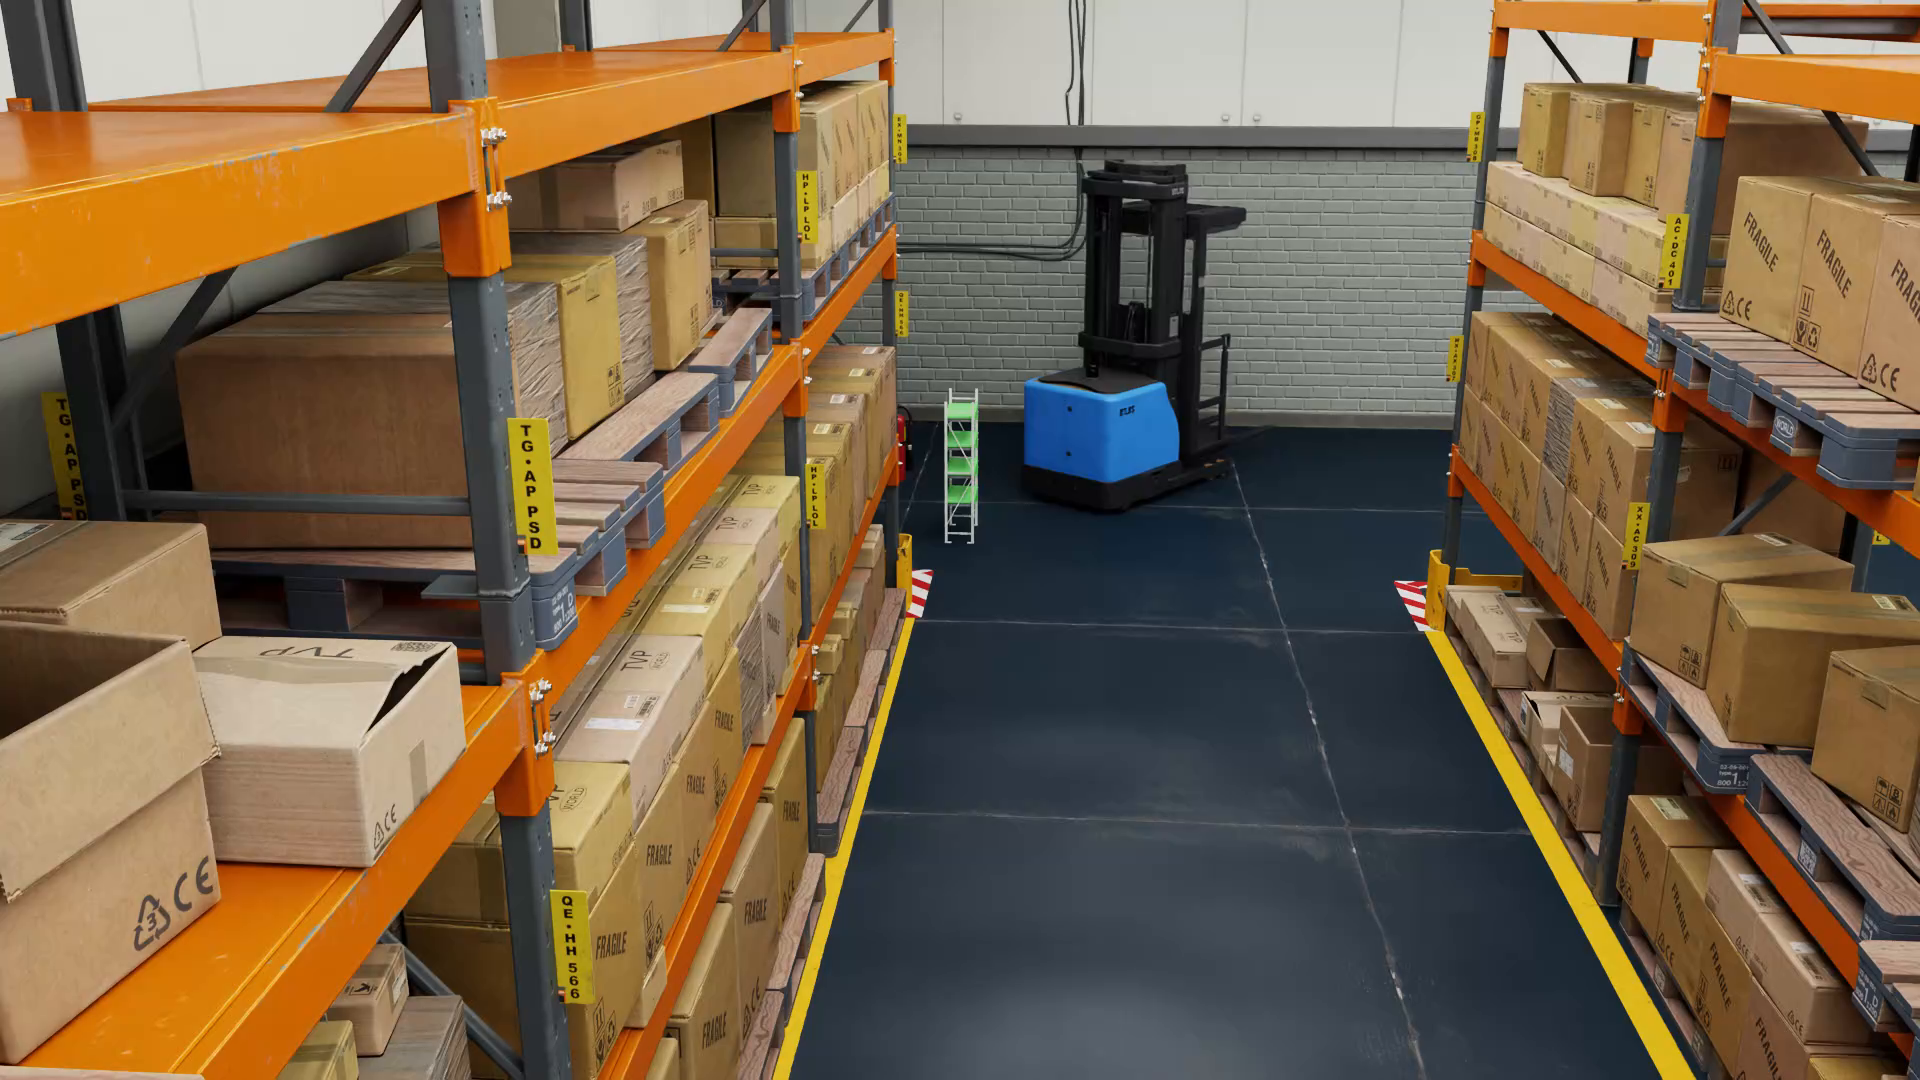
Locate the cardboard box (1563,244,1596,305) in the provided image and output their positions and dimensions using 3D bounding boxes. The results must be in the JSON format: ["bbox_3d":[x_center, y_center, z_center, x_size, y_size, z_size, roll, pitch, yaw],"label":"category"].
[{"bbox_3d":[3.544,-1.417,8.854,0.500,0.250,0.500,1,18,4],"label":"cardboard box"}]

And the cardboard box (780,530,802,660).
[{"bbox_3d":[-1.022,0.246,7.685,0.500,0.500,0.500,1,18,3],"label":"cardboard box"}]

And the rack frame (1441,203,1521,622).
[{"bbox_3d":[3.988,-0.838,11.662,1.000,3.000,0.127,1,18,4],"label":"rack frame"}]

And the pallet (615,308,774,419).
[{"bbox_3d":[-1.257,-0.753,6.895,0.805,0.209,1.217,1,18,2],"label":"pallet"}]

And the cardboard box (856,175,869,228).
[{"bbox_3d":[-0.810,-1.992,9.772,0.500,0.250,0.500,1,18,2],"label":"cardboard box"}]

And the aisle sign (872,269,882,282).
[{"bbox_3d":[-0.649,-2.198,11.639,0.394,0.787,0.004,1,18,4],"label":"aisle sign"}]

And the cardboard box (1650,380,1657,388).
[{"bbox_3d":[4.089,-0.578,9.103,0.500,0.500,0.500,1,18,2],"label":"cardboard box"}]

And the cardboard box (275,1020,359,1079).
[{"bbox_3d":[-1.530,1.181,3.593,0.380,0.149,0.250,-2,18,-5],"label":"cardboard box"}]

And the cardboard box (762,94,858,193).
[{"bbox_3d":[-0.849,-2.191,9.176,0.500,0.500,0.500,1,18,4],"label":"cardboard box"}]

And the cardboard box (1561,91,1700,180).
[{"bbox_3d":[3.918,-2.315,9.587,0.700,0.500,0.500,1,18,4],"label":"cardboard box"}]

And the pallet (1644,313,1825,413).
[{"bbox_3d":[3.584,-0.731,6.820,1.213,0.211,1.003,1,18,4],"label":"pallet"}]

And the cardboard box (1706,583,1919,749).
[{"bbox_3d":[3.458,0.515,6.700,0.700,0.500,0.500,4,19,13],"label":"cardboard box"}]

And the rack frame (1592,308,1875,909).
[{"bbox_3d":[3.701,0.405,7.871,1.000,3.000,0.127,1,18,4],"label":"rack frame"}]

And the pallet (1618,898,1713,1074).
[{"bbox_3d":[3.680,1.983,7.532,1.003,0.211,1.213,1,18,4],"label":"pallet"}]

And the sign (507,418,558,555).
[{"bbox_3d":[-0.986,-0.121,3.827,0.100,0.325,0.005,1,18,4],"label":"sign"}]

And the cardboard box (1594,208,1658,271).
[{"bbox_3d":[3.504,-1.499,8.302,0.500,0.250,0.500,1,18,4],"label":"cardboard box"}]

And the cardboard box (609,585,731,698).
[{"bbox_3d":[-1.137,0.367,6.112,0.500,0.250,0.500,1,18,3],"label":"cardboard box"}]

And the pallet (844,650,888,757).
[{"bbox_3d":[-1.023,1.006,10.514,1.003,0.211,1.213,1,18,4],"label":"pallet"}]

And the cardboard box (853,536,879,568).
[{"bbox_3d":[-0.749,0.076,11.172,0.380,0.149,0.250,2,18,5],"label":"cardboard box"}]

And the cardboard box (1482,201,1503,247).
[{"bbox_3d":[3.697,-2.038,10.749,0.500,0.250,0.500,1,18,4],"label":"cardboard box"}]

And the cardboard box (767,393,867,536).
[{"bbox_3d":[-1.085,-0.468,10.053,0.980,0.700,0.700,0,18,1],"label":"cardboard box"}]

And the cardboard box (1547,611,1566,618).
[{"bbox_3d":[4.076,0.598,11.125,0.380,0.166,0.250,1,18,4],"label":"cardboard box"}]

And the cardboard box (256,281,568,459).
[{"bbox_3d":[-1.564,-0.462,4.832,0.700,0.500,0.500,0,18,1],"label":"cardboard box"}]

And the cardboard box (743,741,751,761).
[{"bbox_3d":[-1.084,0.833,6.936,0.380,0.149,0.250,1,18,4],"label":"cardboard box"}]

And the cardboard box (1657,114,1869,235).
[{"bbox_3d":[3.698,-1.695,7.696,0.700,0.500,0.500,1,18,4],"label":"cardboard box"}]

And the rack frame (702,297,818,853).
[{"bbox_3d":[-1.240,0.295,8.205,1.000,3.000,0.127,1,18,4],"label":"rack frame"}]

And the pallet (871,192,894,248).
[{"bbox_3d":[-0.996,-2.100,10.839,1.003,0.211,1.213,1,18,4],"label":"pallet"}]

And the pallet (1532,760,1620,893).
[{"bbox_3d":[3.751,1.517,8.956,1.003,0.211,1.213,1,18,4],"label":"pallet"}]

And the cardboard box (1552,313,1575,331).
[{"bbox_3d":[4.230,-1.216,11.050,0.500,0.500,0.500,1,18,3],"label":"cardboard box"}]

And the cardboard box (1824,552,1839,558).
[{"bbox_3d":[4.009,0.205,8.320,0.500,0.500,0.500,2,18,5],"label":"cardboard box"}]

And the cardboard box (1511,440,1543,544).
[{"bbox_3d":[3.585,-0.282,9.805,0.500,0.500,0.500,2,18,5],"label":"cardboard box"}]

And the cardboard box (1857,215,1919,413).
[{"bbox_3d":[3.498,-0.746,5.570,0.600,0.600,0.600,1,18,2],"label":"cardboard box"}]

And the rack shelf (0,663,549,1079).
[{"bbox_3d":[-1.670,1.075,2.163,1.077,0.370,4.000,1,18,4],"label":"rack shelf"}]

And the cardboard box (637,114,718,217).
[{"bbox_3d":[-1.423,-1.885,8.241,0.500,0.500,0.500,1,18,3],"label":"cardboard box"}]

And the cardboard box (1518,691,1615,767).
[{"bbox_3d":[3.513,1.057,9.491,0.500,0.311,0.500,1,18,4],"label":"cardboard box"}]

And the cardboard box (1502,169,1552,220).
[{"bbox_3d":[3.648,-2.121,10.198,0.500,0.250,0.500,1,18,4],"label":"cardboard box"}]

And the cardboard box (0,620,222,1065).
[{"bbox_3d":[-1.712,0.454,2.705,0.797,0.503,0.637,4,19,12],"label":"cardboard box"}]

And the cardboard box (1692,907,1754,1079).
[{"bbox_3d":[3.353,1.849,6.770,0.500,0.500,0.500,2,18,5],"label":"cardboard box"}]

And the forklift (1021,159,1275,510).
[{"bbox_3d":[1.910,-2.039,15.440,1.130,2.935,3.031,15,24,39],"label":"forklift"}]

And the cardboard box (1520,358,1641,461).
[{"bbox_3d":[3.587,-0.753,9.637,0.500,0.500,0.500,1,18,3],"label":"cardboard box"}]

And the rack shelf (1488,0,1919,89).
[{"bbox_3d":[3.844,-2.724,8.945,1.077,0.370,4.000,1,18,4],"label":"rack shelf"}]

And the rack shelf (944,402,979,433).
[{"bbox_3d":[0.012,-1.017,13.764,0.258,0.148,0.480,1,18,4],"label":"rack shelf"}]

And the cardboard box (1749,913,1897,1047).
[{"bbox_3d":[3.316,1.638,6.210,0.500,0.250,0.500,1,18,3],"label":"cardboard box"}]

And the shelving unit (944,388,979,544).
[{"bbox_3d":[0.012,-0.622,13.893,0.258,1.200,0.503,1,18,4],"label":"shelving unit"}]

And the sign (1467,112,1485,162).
[{"bbox_3d":[3.446,-2.691,11.096,0.100,0.325,0.005,1,18,4],"label":"sign"}]

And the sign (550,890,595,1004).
[{"bbox_3d":[-0.985,1.034,4.217,0.100,0.325,0.005,1,18,4],"label":"sign"}]

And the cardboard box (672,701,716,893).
[{"bbox_3d":[-1.154,0.877,5.757,0.500,0.500,0.500,1,18,4],"label":"cardboard box"}]

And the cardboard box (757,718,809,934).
[{"bbox_3d":[-1.157,1.322,7.849,0.750,0.750,0.750,1,18,5],"label":"cardboard box"}]

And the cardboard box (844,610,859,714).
[{"bbox_3d":[-1.006,0.738,10.193,0.700,0.500,0.500,2,18,5],"label":"cardboard box"}]

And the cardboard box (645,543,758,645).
[{"bbox_3d":[-1.102,0.208,6.595,0.500,0.250,0.500,2,18,5],"label":"cardboard box"}]

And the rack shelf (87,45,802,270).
[{"bbox_3d":[-1.384,-1.403,5.549,1.077,0.370,4.000,1,18,4],"label":"rack shelf"}]

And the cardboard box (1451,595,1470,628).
[{"bbox_3d":[3.597,0.500,11.424,0.380,0.166,0.250,1,18,4],"label":"cardboard box"}]

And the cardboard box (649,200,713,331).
[{"bbox_3d":[-1.413,-1.116,6.827,0.700,0.500,0.500,0,18,1],"label":"cardboard box"}]

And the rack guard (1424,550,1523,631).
[{"bbox_3d":[3.982,0.374,11.979,1.175,0.500,0.348,1,18,4],"label":"rack guard"}]
